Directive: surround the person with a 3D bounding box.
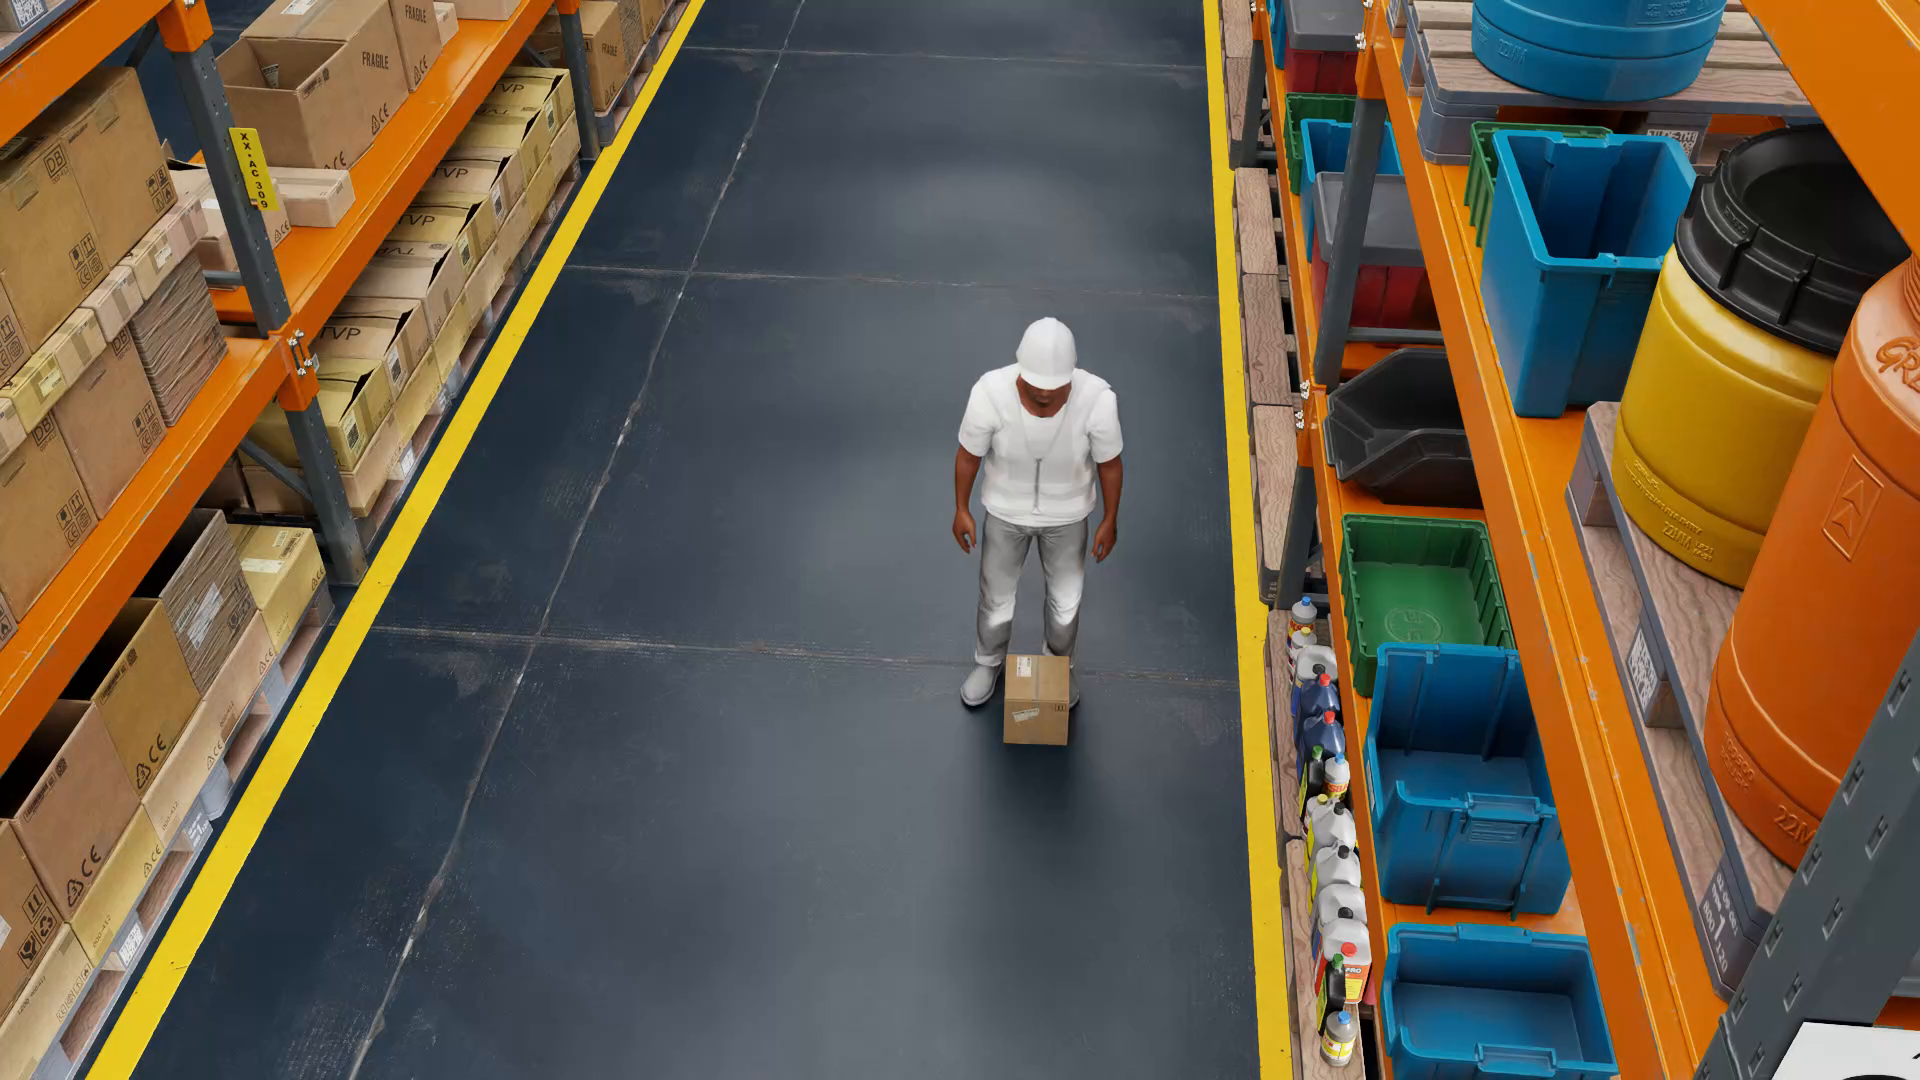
[{"bbox_3d":[0.286,-0.096,6.256,0.628,1.761,0.457,3,40,4],"label":"person"}]
